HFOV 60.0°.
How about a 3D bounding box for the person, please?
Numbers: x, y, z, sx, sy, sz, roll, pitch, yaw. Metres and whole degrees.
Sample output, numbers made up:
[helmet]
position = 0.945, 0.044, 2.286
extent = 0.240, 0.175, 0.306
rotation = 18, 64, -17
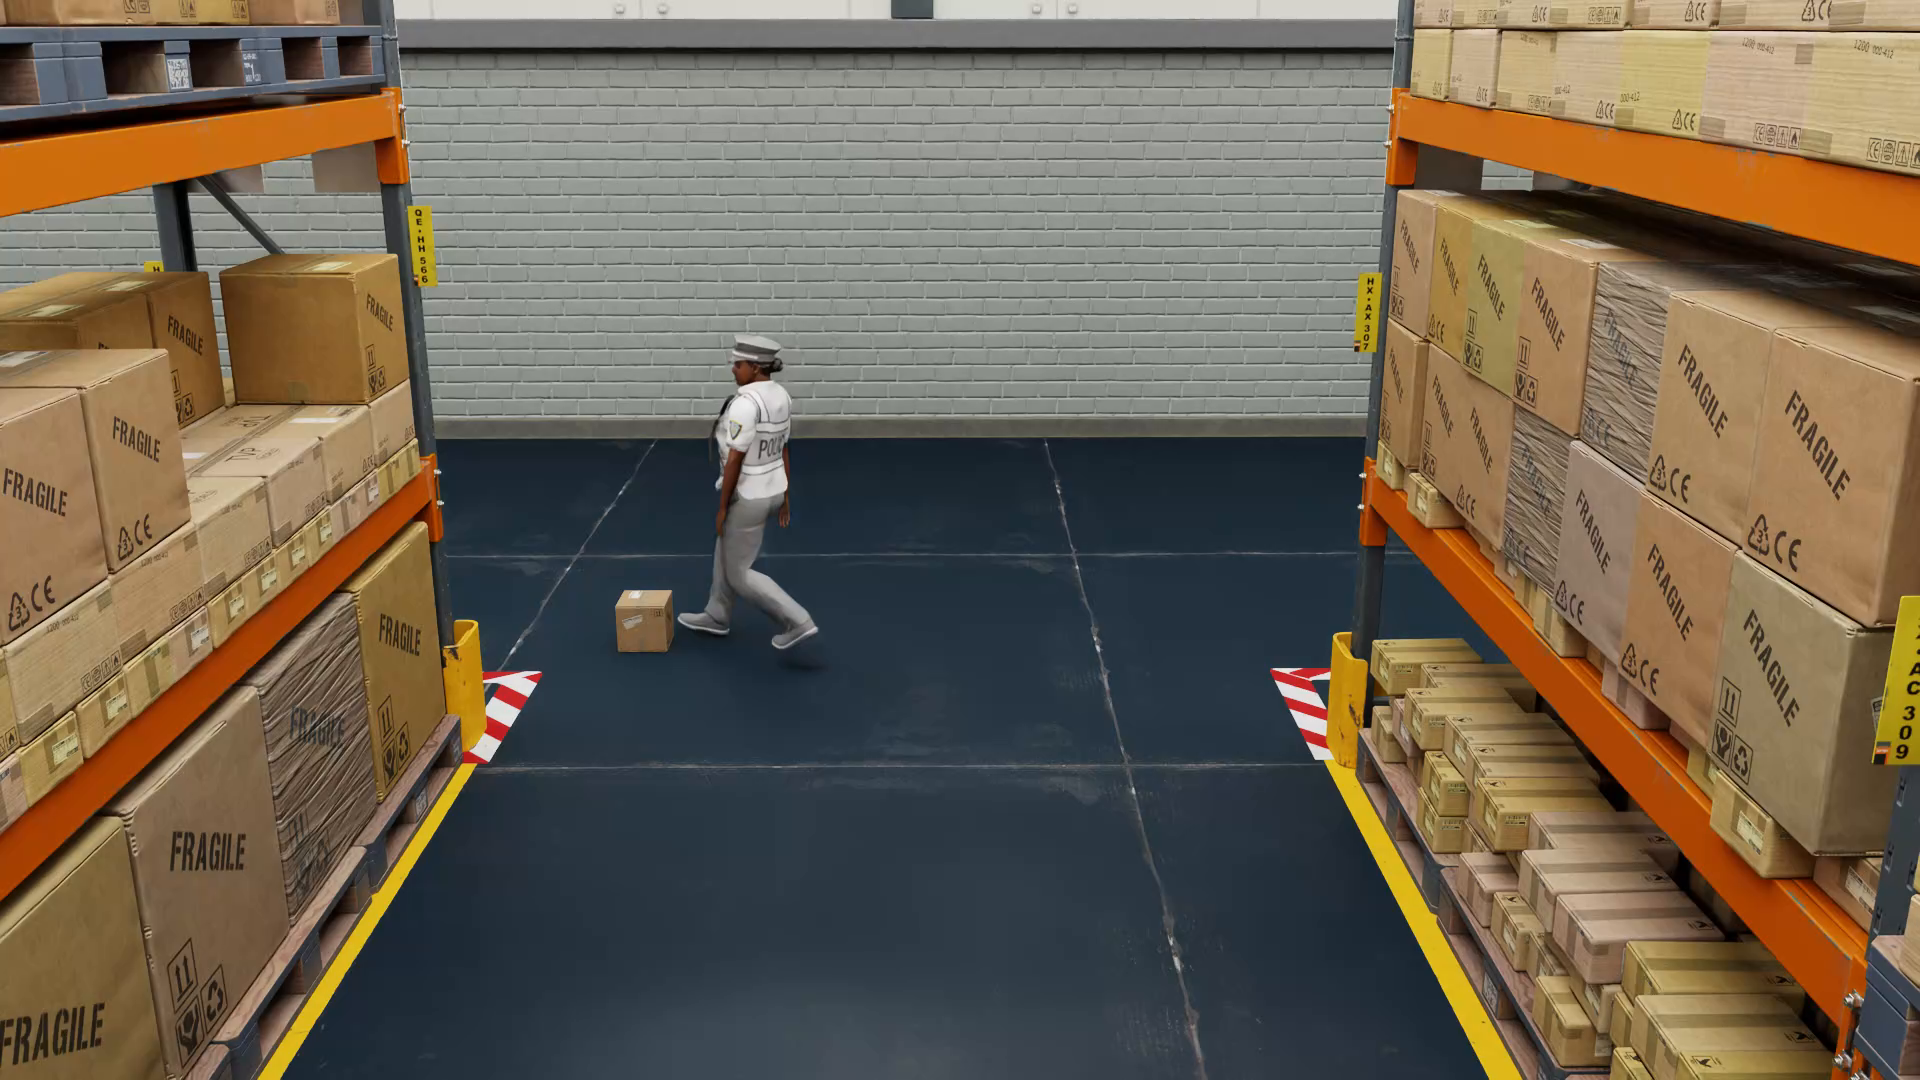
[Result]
[person]
position = -1.085, -0.233, 8.325
extent = 0.936, 1.617, 0.463
rotation = 7, 19, 21
